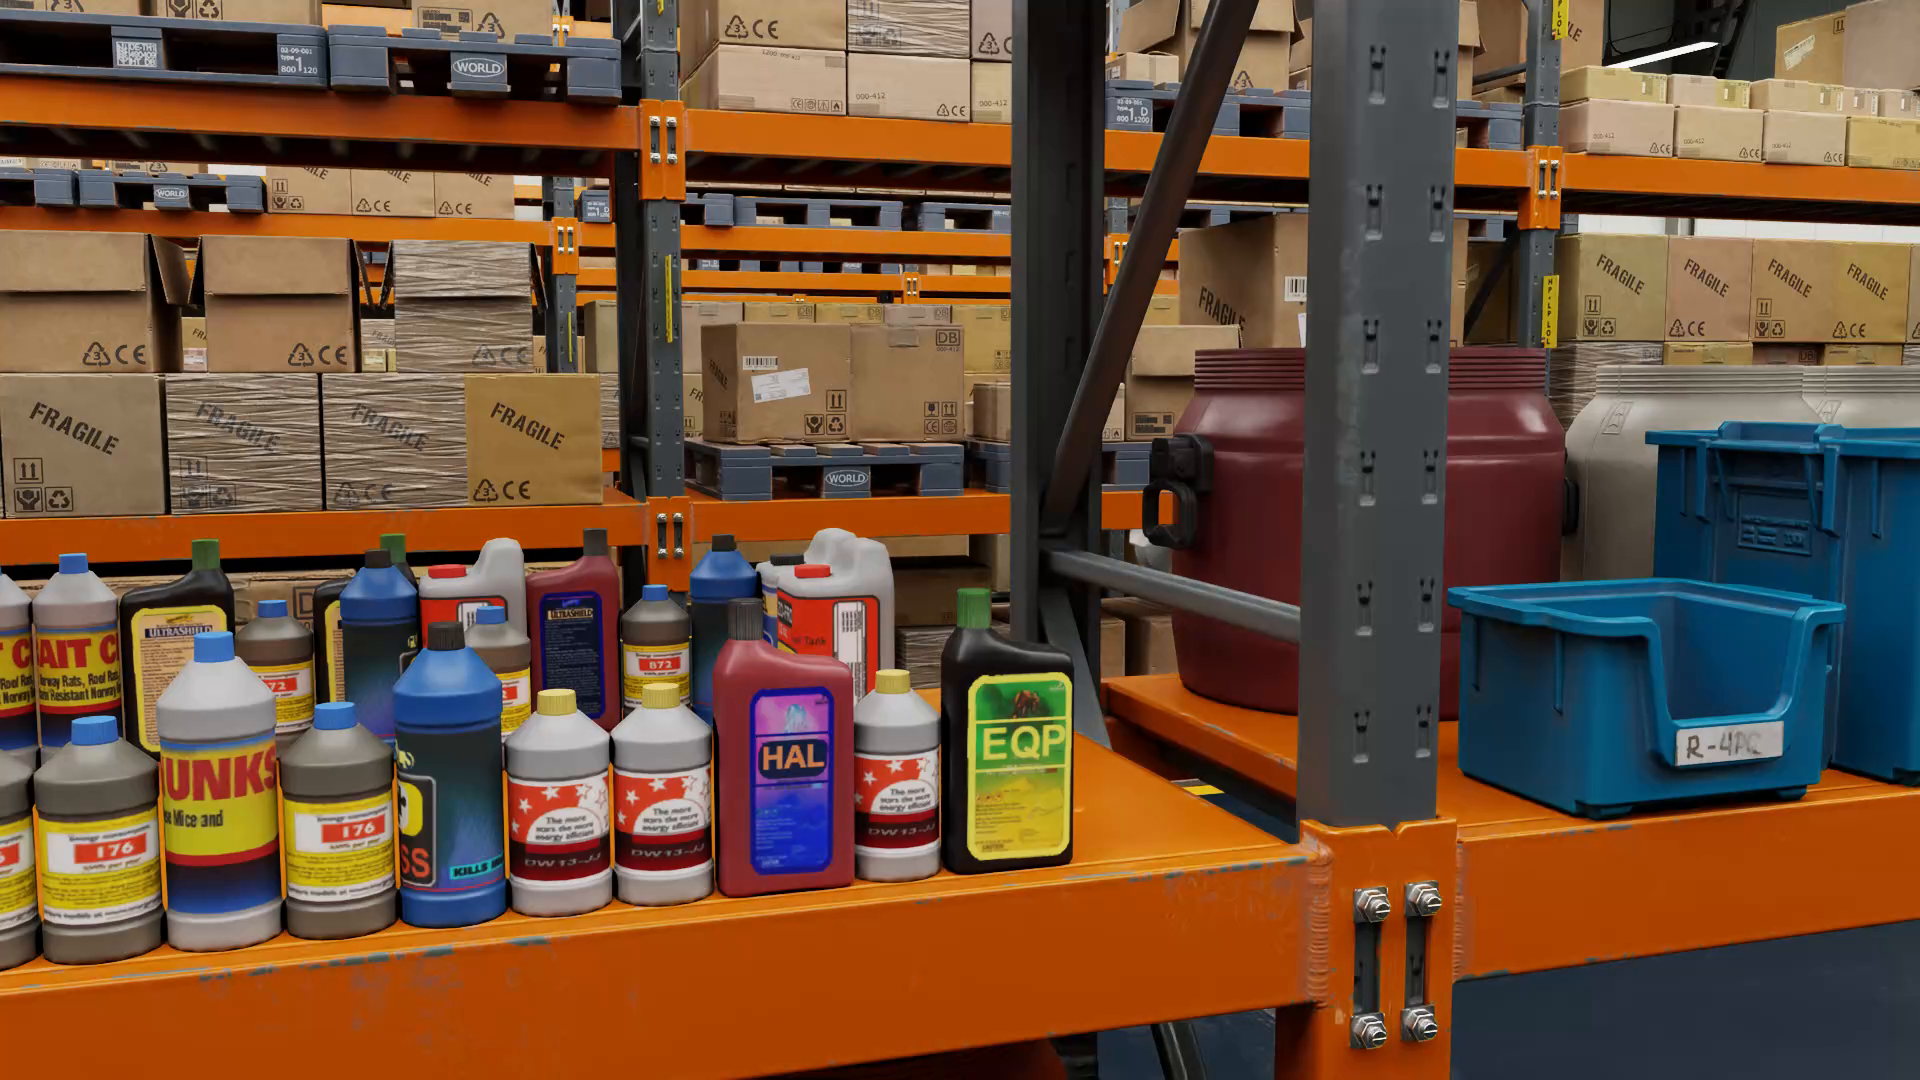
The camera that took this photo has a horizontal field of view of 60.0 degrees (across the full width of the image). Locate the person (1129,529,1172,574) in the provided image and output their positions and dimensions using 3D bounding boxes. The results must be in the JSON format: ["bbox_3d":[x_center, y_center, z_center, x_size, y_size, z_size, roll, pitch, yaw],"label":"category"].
[{"bbox_3d":[1.239,0.028,9.449,0.539,1.678,0.564,-2,6,-17],"label":"person"}]
